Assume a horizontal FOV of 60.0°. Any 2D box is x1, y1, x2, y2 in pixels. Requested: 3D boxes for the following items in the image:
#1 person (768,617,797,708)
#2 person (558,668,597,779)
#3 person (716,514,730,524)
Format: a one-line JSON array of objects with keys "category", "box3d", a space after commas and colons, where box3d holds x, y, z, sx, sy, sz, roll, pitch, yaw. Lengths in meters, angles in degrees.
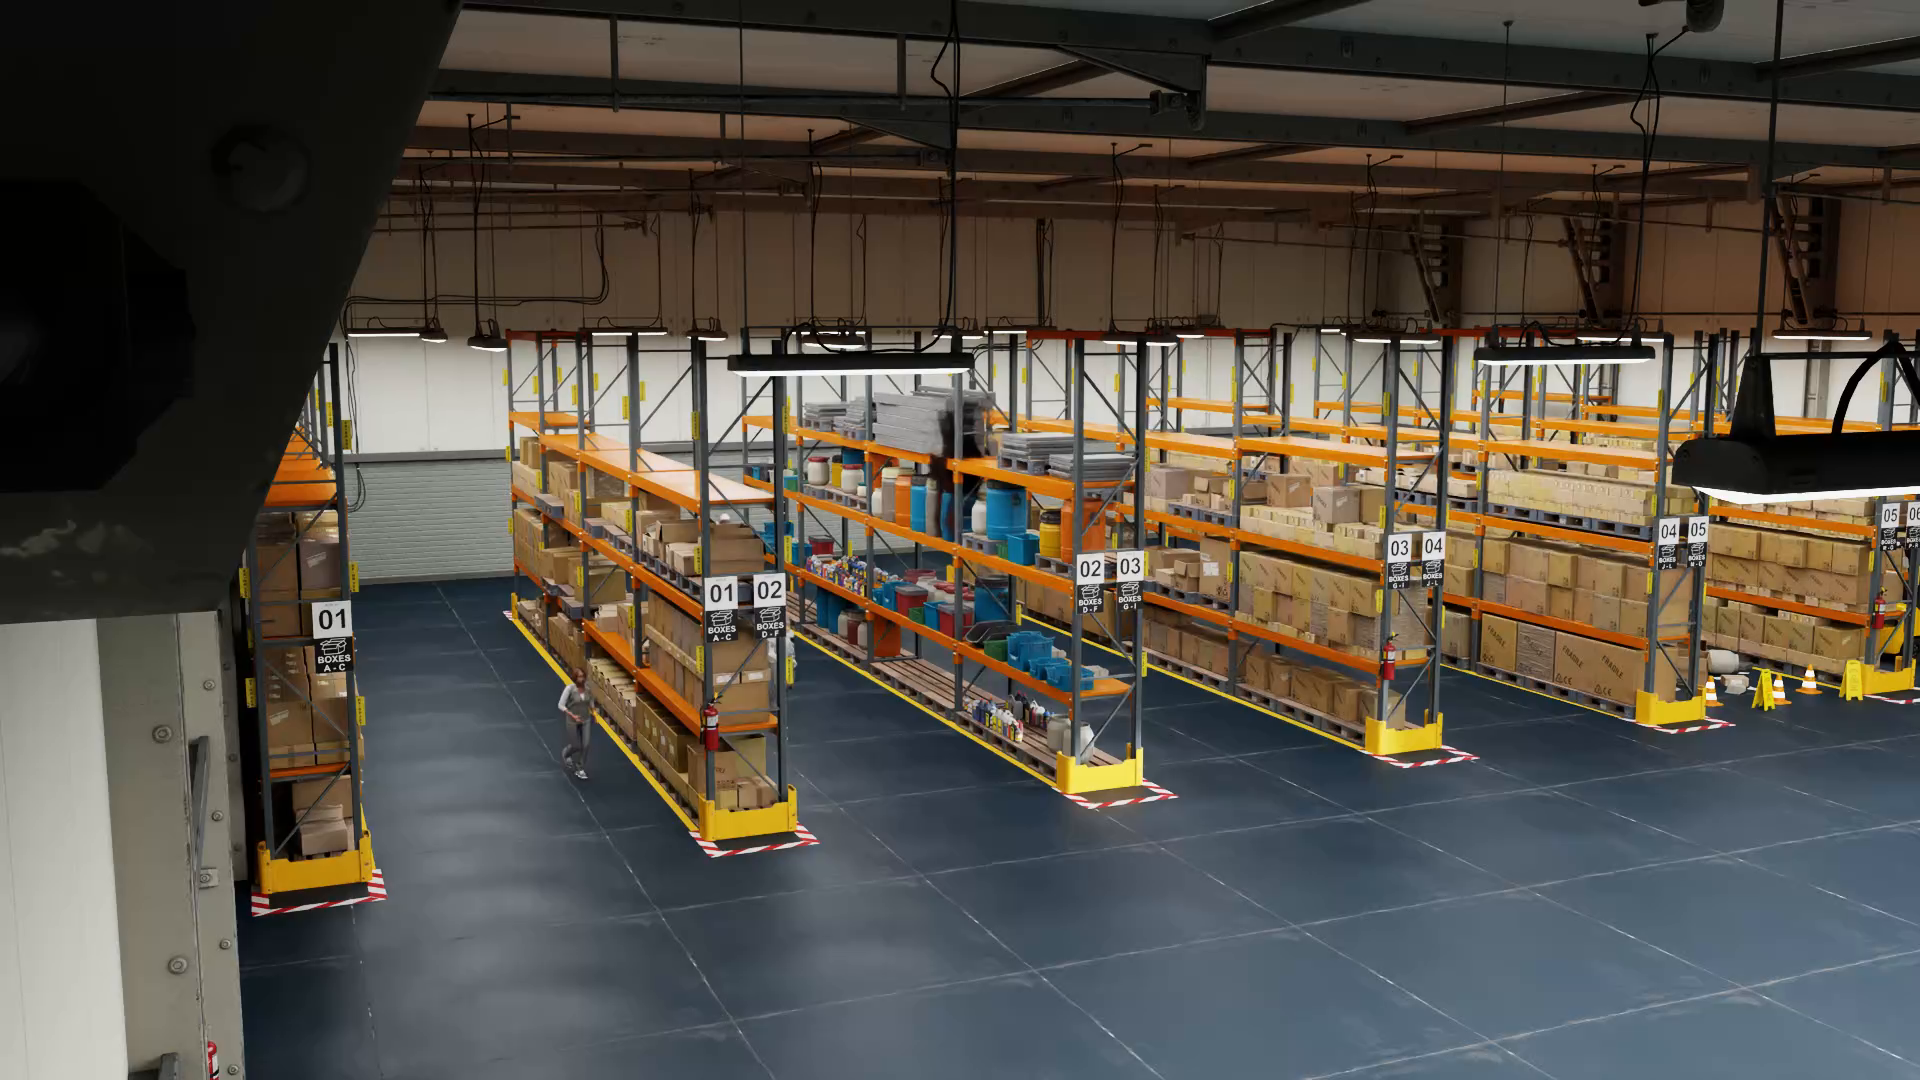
[{"category": "person", "box3d": [-2.870, 1.957, 26.540, 0.595, 1.573, 0.728, -7, 11, -43]}, {"category": "person", "box3d": [-5.268, 2.487, 22.814, 0.536, 1.544, 0.688, -5, 9, -33]}, {"category": "person", "box3d": [-5.809, 0.267, 38.581, 1.044, 1.730, 0.731, -3, 8, -20]}]
